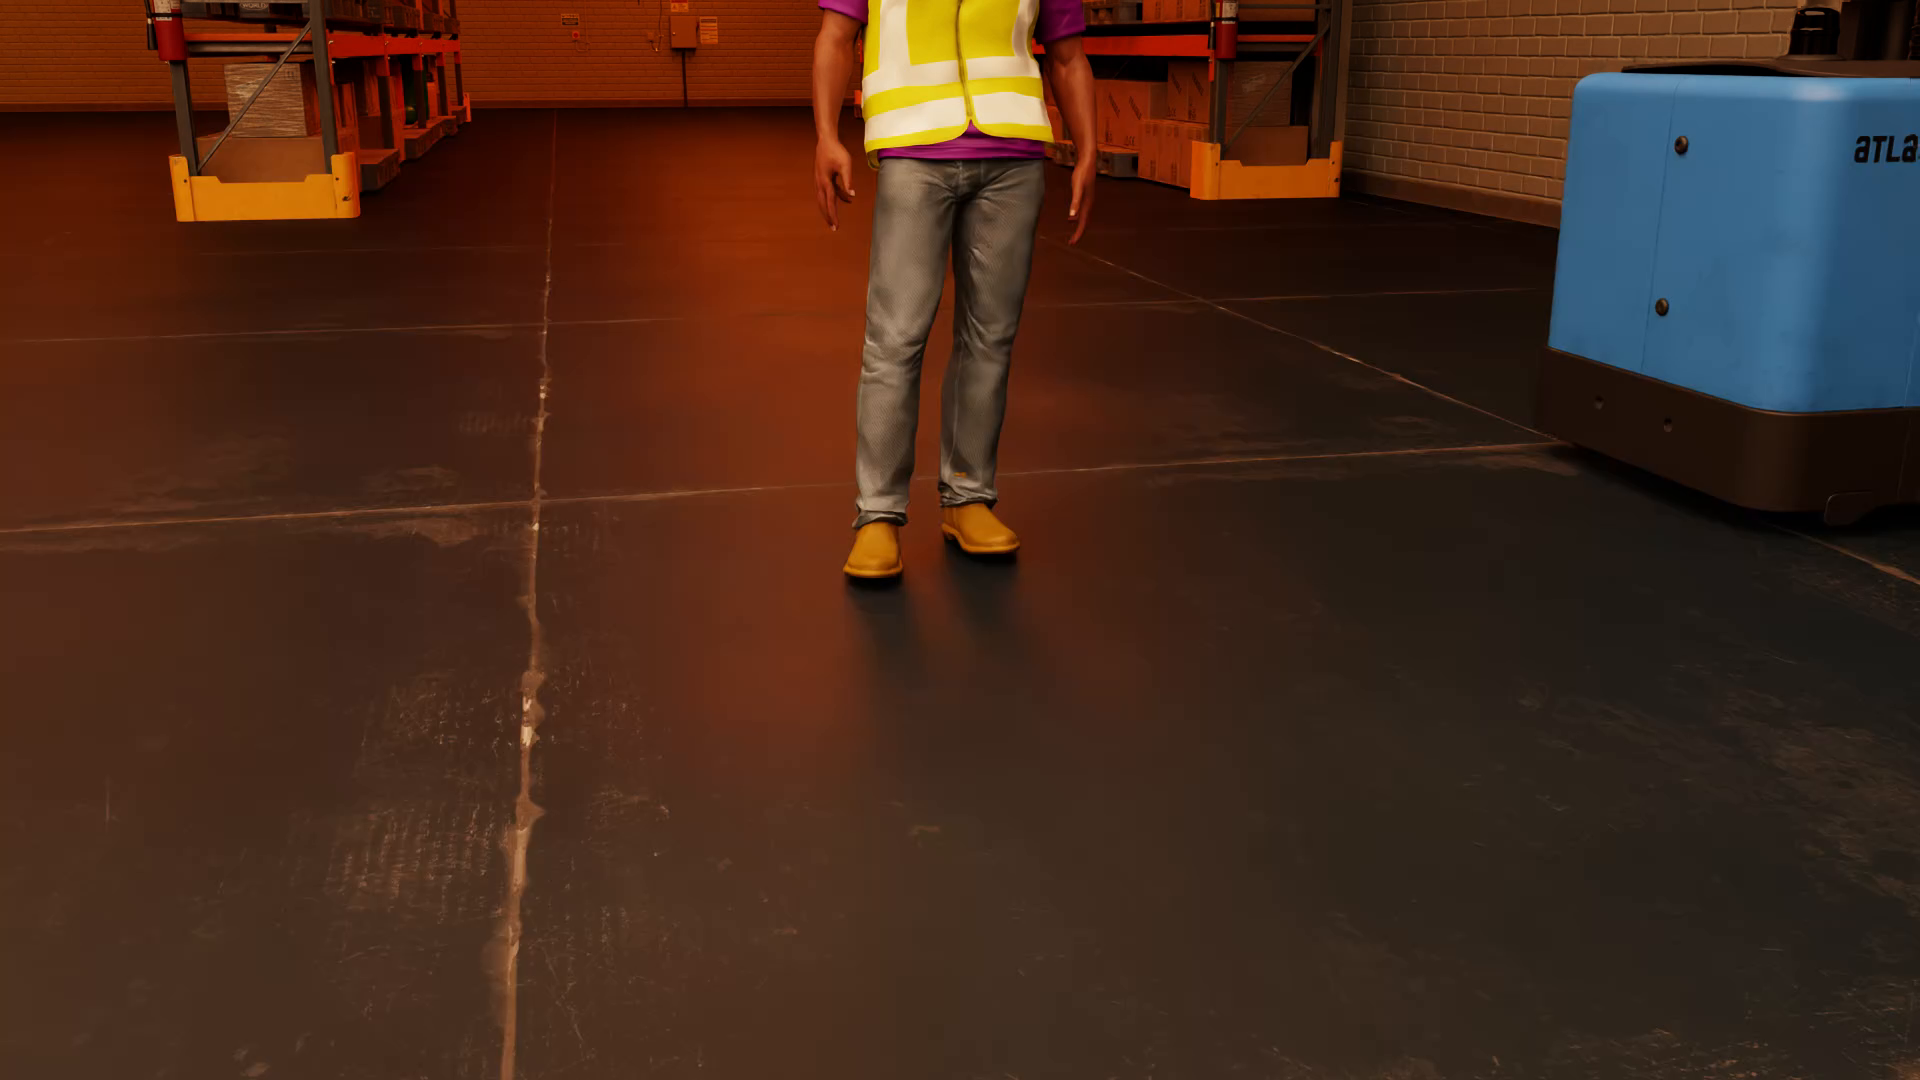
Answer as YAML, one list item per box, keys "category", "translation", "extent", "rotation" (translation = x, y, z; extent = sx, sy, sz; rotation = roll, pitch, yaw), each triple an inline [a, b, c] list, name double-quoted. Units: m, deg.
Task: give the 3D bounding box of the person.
- category: "person"
  translation: [-0.008, -0.884, 3.761]
  extent: [0.666, 1.706, 0.420]
  rotation: [-4, 17, -12]

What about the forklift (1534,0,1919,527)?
- category: "forklift"
  translation: [3.258, -1.640, 4.390]
  extent: [3.031, 2.935, 1.130]
  rotation: [-4, 17, -13]
